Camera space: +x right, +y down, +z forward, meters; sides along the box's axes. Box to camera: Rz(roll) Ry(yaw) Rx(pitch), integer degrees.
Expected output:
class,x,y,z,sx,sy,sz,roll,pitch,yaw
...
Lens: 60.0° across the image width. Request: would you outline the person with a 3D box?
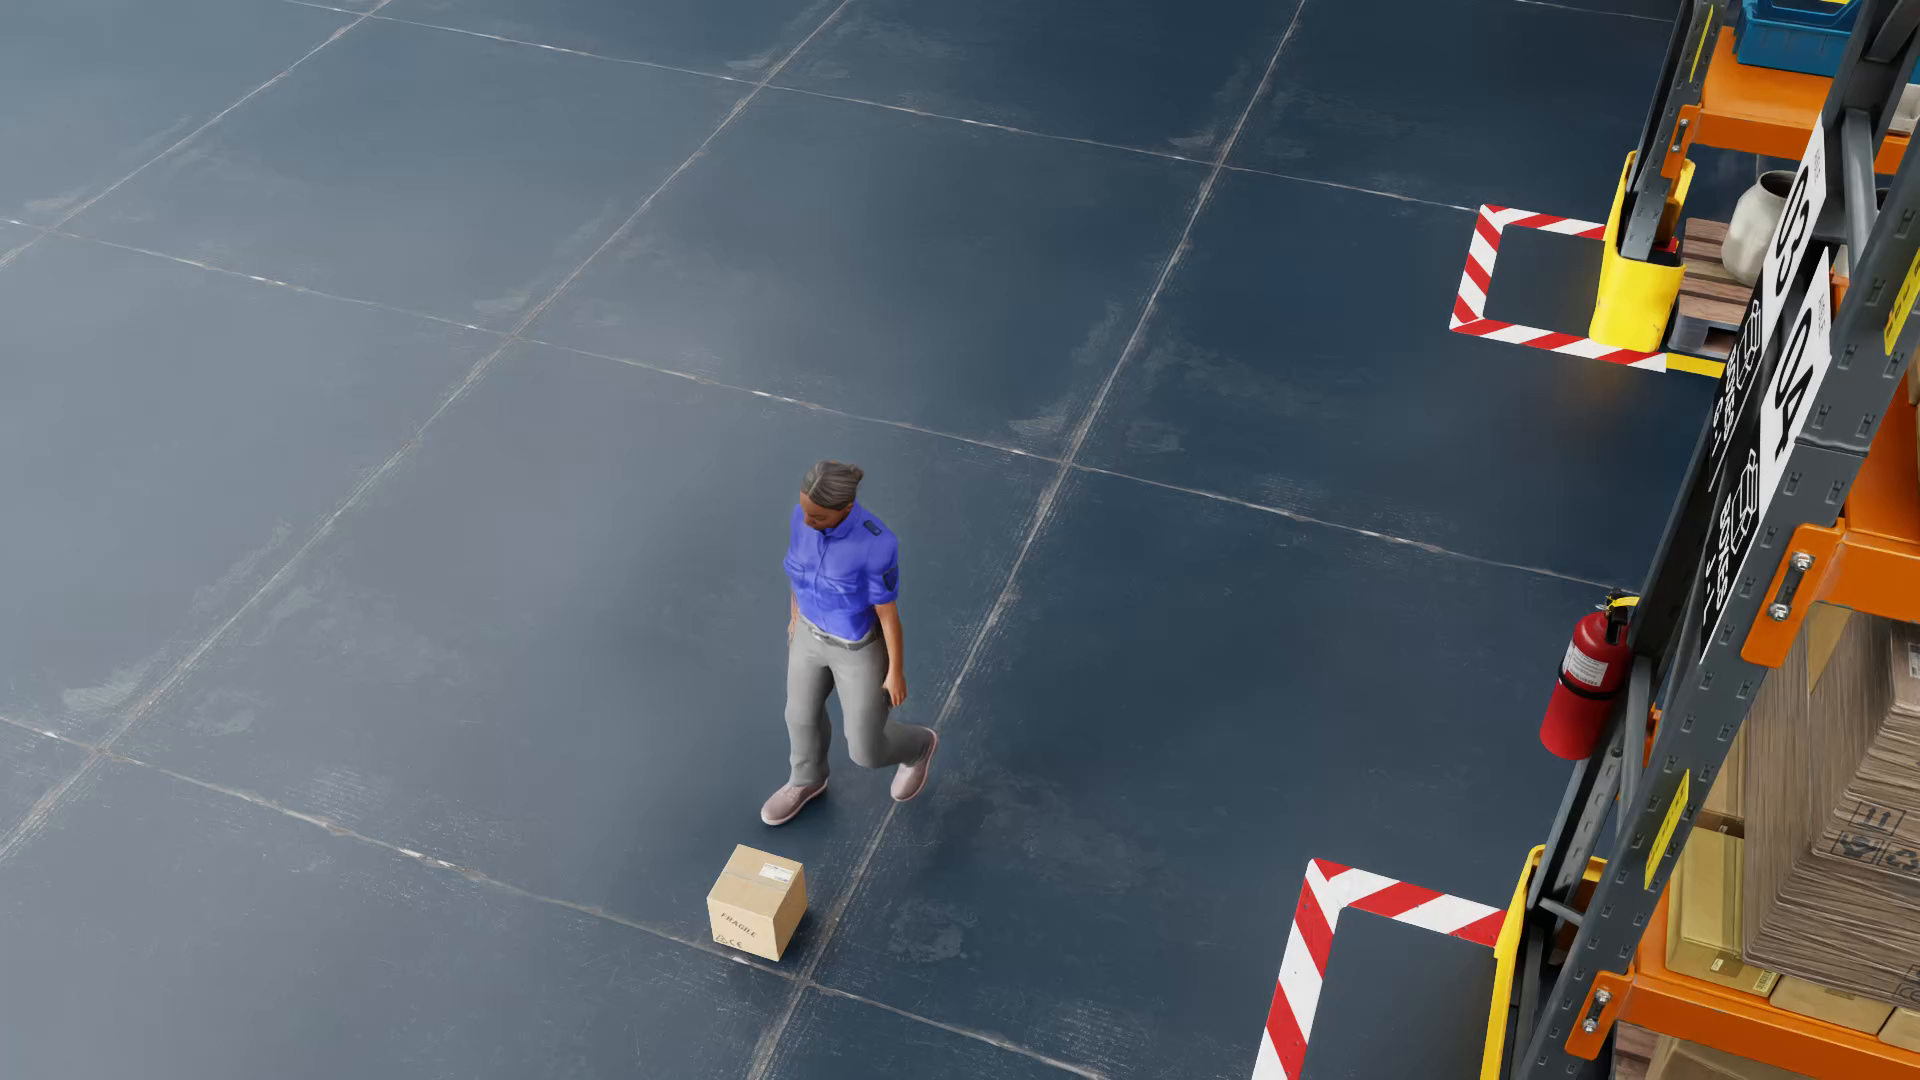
class,x,y,z,sx,sy,sz,roll,pitch,yaw
person,-0.401,0.360,5.745,0.529,1.649,0.587,26,48,26
